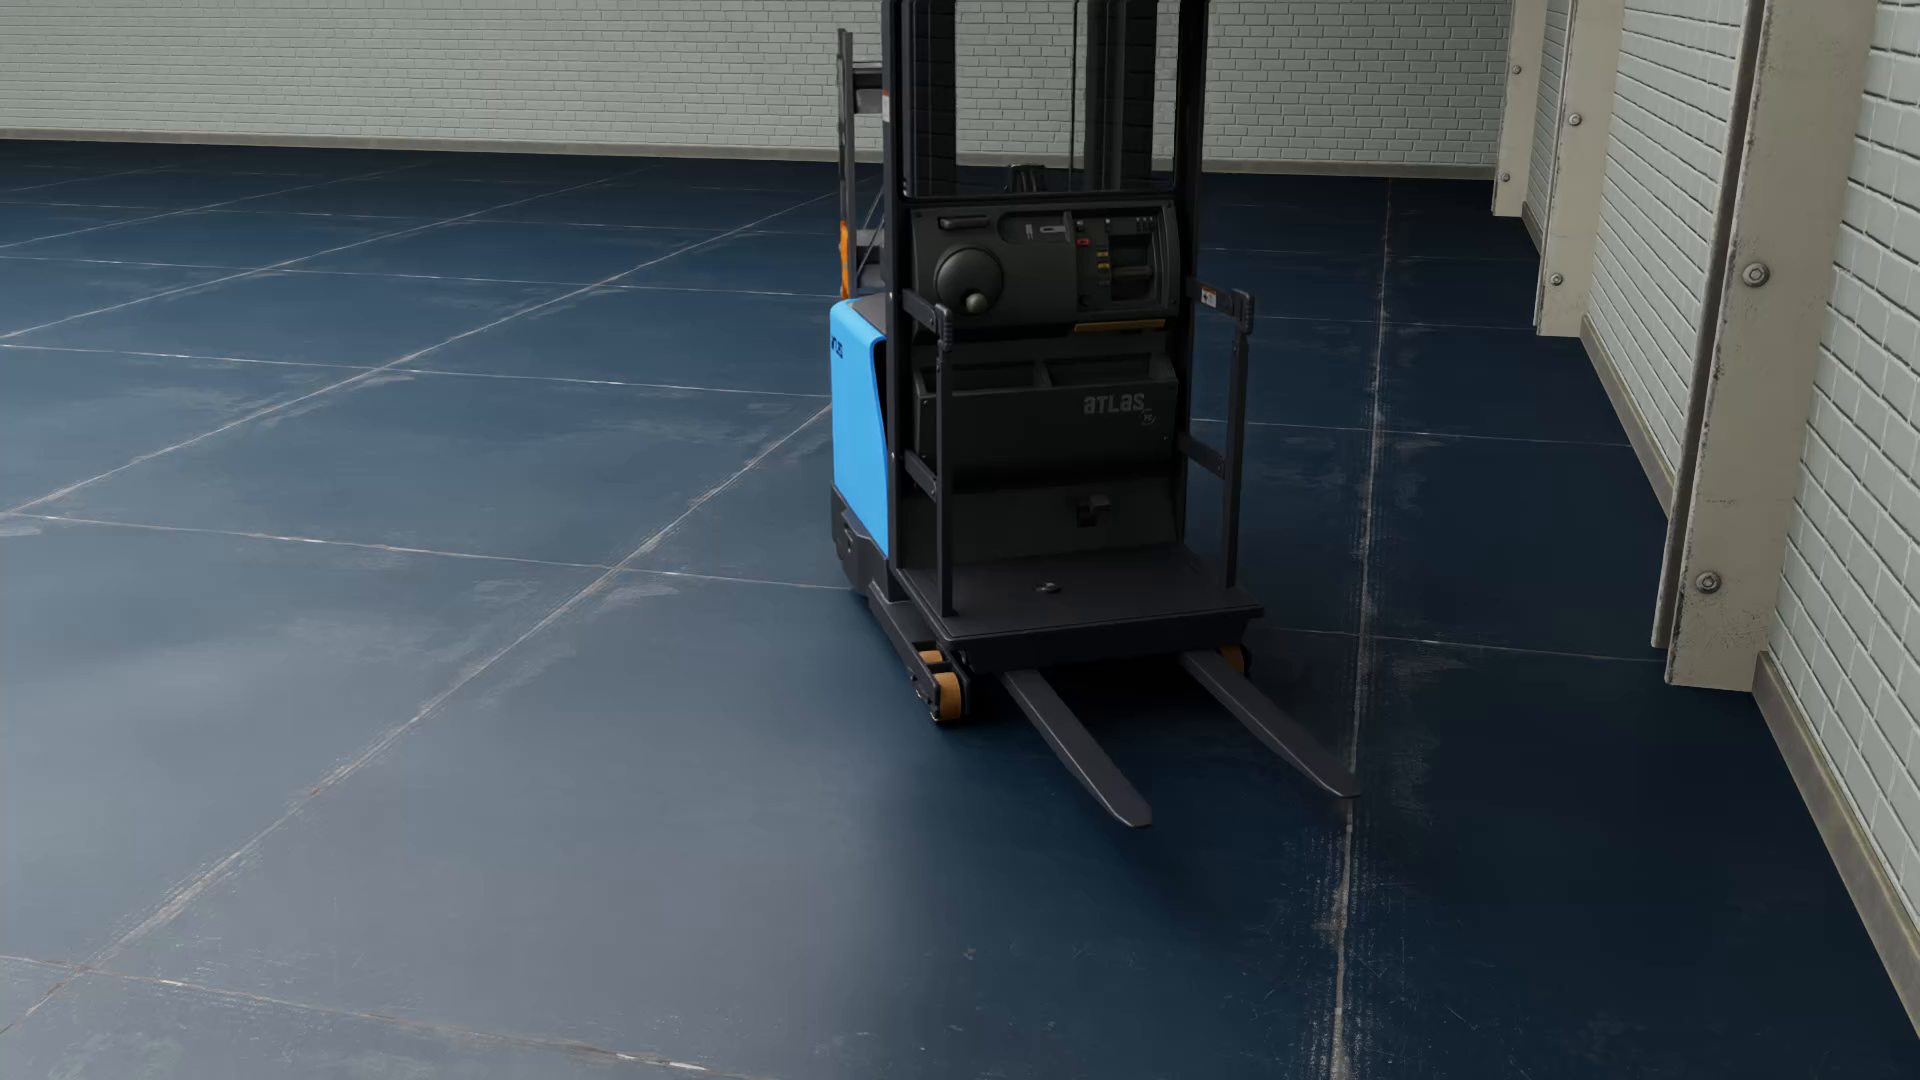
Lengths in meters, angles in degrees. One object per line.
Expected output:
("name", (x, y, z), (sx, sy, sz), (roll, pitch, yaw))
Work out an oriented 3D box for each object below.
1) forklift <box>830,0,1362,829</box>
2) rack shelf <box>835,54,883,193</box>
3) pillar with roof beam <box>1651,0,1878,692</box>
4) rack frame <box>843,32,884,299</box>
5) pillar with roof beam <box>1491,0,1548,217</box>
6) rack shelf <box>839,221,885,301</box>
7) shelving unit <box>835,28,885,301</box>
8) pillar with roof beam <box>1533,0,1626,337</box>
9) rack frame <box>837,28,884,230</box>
("forklift", (0.354, -0.931, 5.379), (1.130, 2.935, 3.031), (-5, 20, -15))
("rack shelf", (-0.289, -1.737, 6.900), (0.431, 0.518, 0.480), (-2, 19, -7))
("pillar with roof beam", (-1.540, -4.152, 5.421), (9.100, 9.000, 0.400), (5, 19, 13))
("rack frame", (-0.259, -1.009, 6.893), (0.400, 2.100, 0.015), (-2, 19, -7))
("pillar with roof beam", (1.392, -7.913, 16.433), (9.100, 9.000, 0.400), (5, 19, 13))
("rack shelf", (-0.289, -1.074, 7.127), (0.431, 0.518, 0.480), (-2, 19, -7))
("shelving unit", (-0.289, -1.087, 7.122), (0.431, 2.100, 0.503), (-2, 19, -7))
("pillar with roof beam", (-0.074, -6.033, 10.927), (9.100, 9.000, 0.400), (5, 19, 13))
("rack frame", (-0.318, -1.166, 7.351), (0.400, 2.100, 0.015), (-2, 19, -7))
